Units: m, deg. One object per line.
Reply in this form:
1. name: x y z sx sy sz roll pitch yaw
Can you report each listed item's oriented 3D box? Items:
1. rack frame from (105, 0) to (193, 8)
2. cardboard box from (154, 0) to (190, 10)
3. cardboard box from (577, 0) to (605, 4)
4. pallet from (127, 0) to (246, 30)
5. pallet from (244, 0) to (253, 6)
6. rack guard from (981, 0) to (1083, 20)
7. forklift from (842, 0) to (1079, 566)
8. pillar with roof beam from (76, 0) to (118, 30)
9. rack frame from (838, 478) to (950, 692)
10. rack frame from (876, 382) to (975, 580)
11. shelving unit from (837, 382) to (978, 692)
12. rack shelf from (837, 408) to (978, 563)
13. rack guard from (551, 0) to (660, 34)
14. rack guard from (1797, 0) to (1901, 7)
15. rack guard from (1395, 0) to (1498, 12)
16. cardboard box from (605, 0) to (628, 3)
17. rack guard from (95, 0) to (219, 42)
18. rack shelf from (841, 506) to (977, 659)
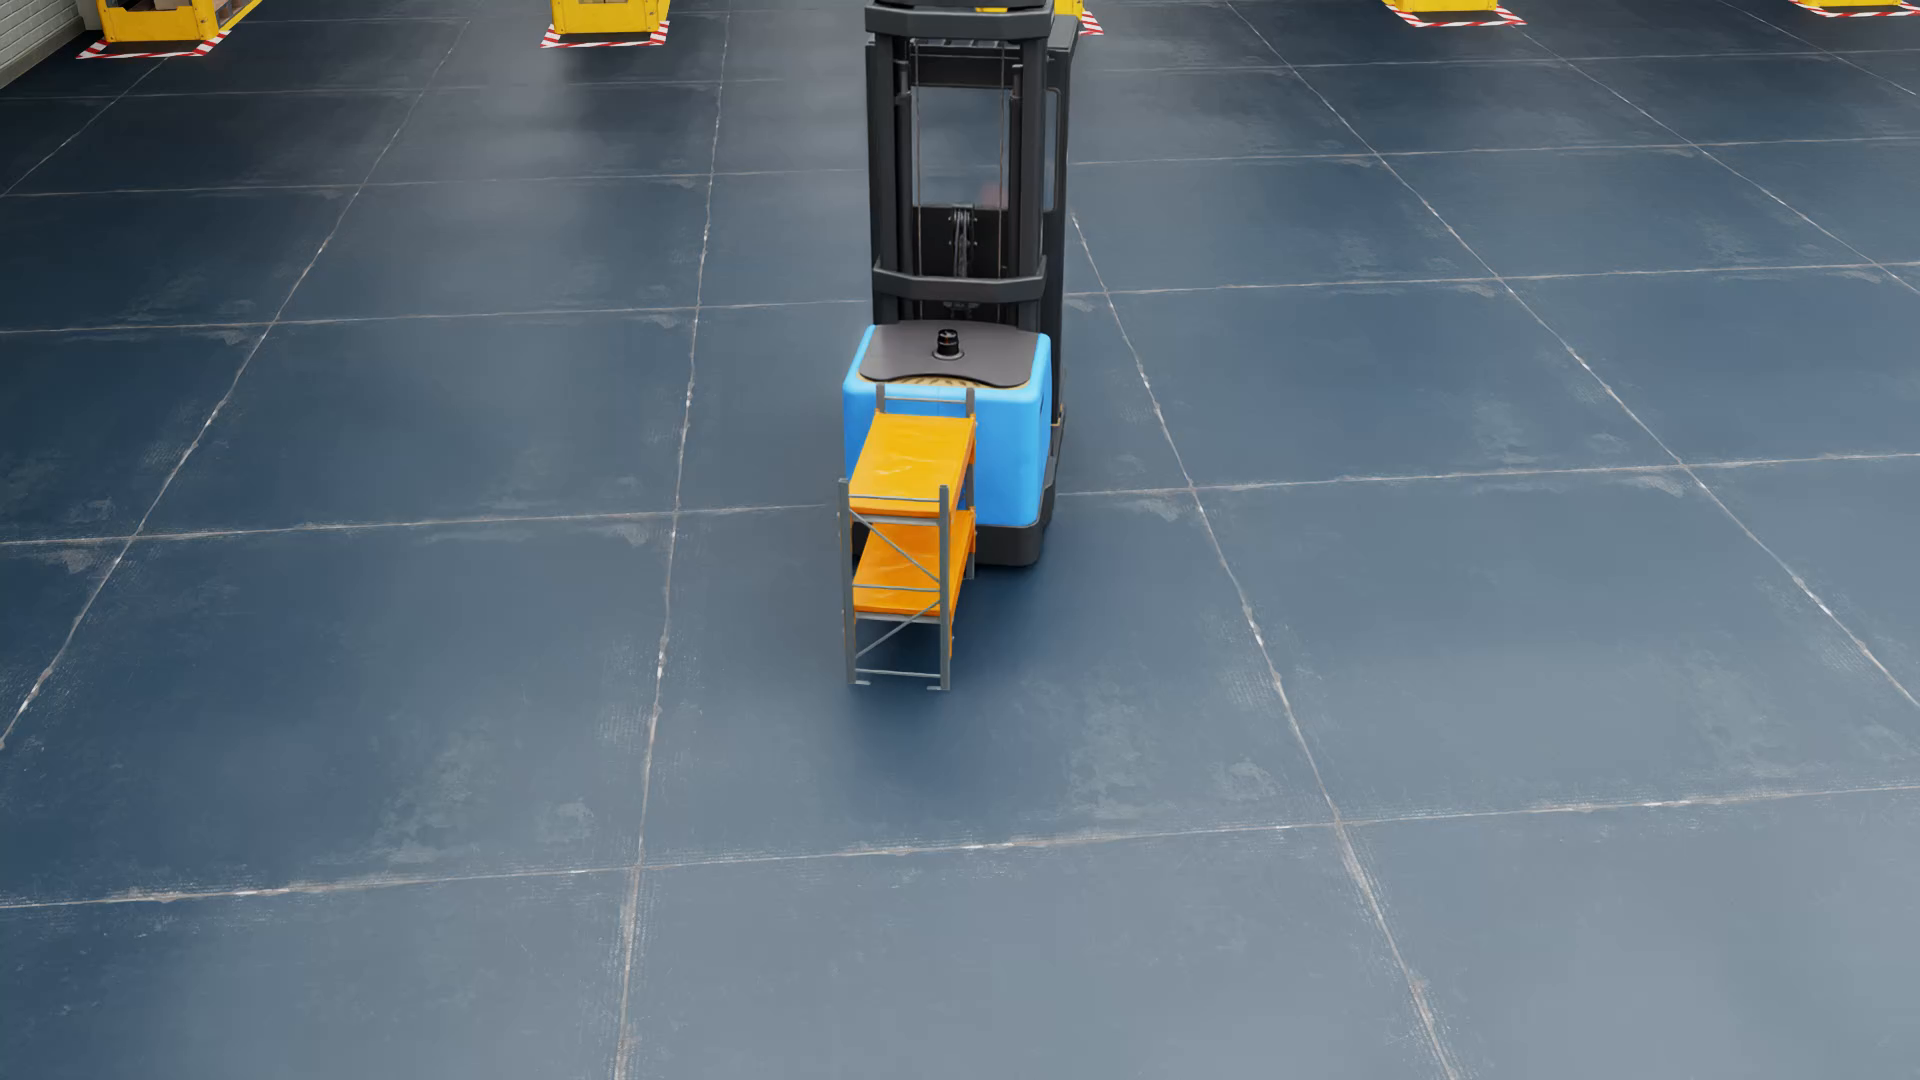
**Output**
1. rack frame: -8.973 -6.916 17.903 1.000 3.000 0.127 -3 31 -5
2. cardboard box: -8.948 -6.308 19.079 0.500 0.311 0.500 -6 31 -10
3. cardboard box: -4.386 -6.415 19.336 0.500 0.250 0.500 -3 31 -5
4. pallet: -9.021 -6.174 19.381 1.003 0.211 1.213 -3 31 -5
5. pallet: -9.132 -6.795 20.421 1.003 0.211 1.213 -3 31 -5
6. rack guard: 0.837 -6.354 19.400 1.175 0.500 0.348 -3 31 -5
7. forklift: 0.073 -1.855 9.497 1.130 2.935 3.031 4 31 6
8. pillar with roof beam: -5.614 -10.014 17.239 9.100 9.000 0.400 -3 31 -5
9. rack frame: -0.299 0.228 7.772 0.500 1.125 0.032 4 31 6
10. rack frame: -0.175 -0.290 8.638 0.500 1.125 0.032 4 31 6
11. shelving unit: -0.237 -0.031 8.205 0.538 1.125 1.048 4 31 6
12. rack shelf: -0.237 -0.282 8.055 0.538 0.278 1.000 4 31 6
13. rack guard: -4.039 -6.070 18.924 1.175 0.500 0.348 -3 31 -5
14. rack guard: 10.772 -6.728 20.027 1.175 0.500 0.348 -3 31 -5
15. rack guard: 5.815 -6.593 19.801 1.175 0.500 0.348 -3 31 -5
16. cardboard box: -3.870 -6.439 19.377 0.500 0.250 0.500 -3 31 -5
17. rack guard: -8.980 -5.882 18.609 1.175 0.500 0.348 -3 31 -5
18. rack shelf: -0.237 0.179 8.331 0.538 0.278 1.000 4 31 6
